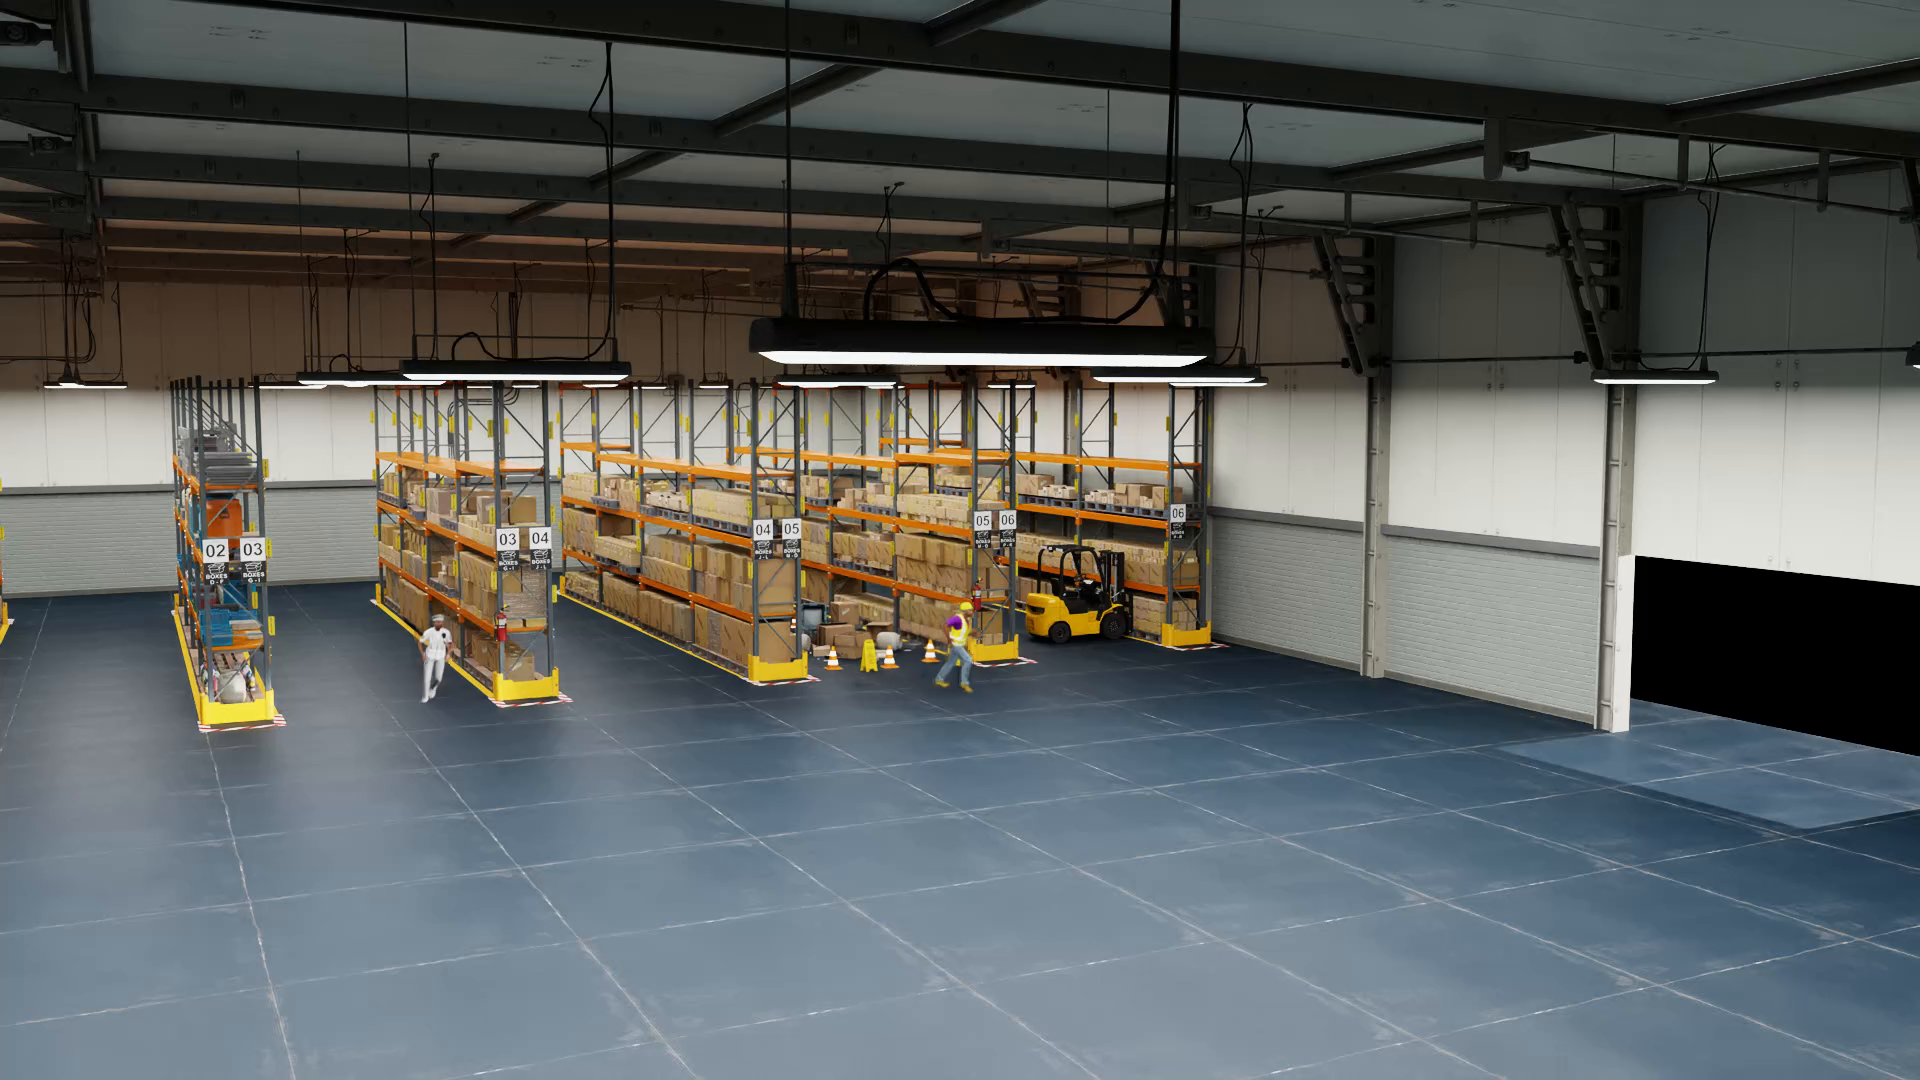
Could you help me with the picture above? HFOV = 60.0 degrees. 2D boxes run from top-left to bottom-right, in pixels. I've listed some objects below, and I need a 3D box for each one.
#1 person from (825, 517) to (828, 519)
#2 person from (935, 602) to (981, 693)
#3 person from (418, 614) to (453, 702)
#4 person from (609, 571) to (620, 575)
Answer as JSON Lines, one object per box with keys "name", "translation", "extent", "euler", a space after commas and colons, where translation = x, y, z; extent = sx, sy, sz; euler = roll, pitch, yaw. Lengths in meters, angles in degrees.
{"name": "person", "translation": [-3.862, 0.249, 48.843], "extent": [0.663, 1.797, 1.014], "euler": [-2, 6, -25]}
{"name": "person", "translation": [-0.082, 2.052, 31.835], "extent": [0.898, 1.758, 0.714], "euler": [2, 5, 20]}
{"name": "person", "translation": [-9.678, 2.182, 30.732], "extent": [0.636, 1.625, 0.500], "euler": [-2, 5, -21]}
{"name": "person", "translation": [-10.470, 0.413, 50.325], "extent": [0.548, 1.705, 0.874], "euler": [2, 6, 24]}
